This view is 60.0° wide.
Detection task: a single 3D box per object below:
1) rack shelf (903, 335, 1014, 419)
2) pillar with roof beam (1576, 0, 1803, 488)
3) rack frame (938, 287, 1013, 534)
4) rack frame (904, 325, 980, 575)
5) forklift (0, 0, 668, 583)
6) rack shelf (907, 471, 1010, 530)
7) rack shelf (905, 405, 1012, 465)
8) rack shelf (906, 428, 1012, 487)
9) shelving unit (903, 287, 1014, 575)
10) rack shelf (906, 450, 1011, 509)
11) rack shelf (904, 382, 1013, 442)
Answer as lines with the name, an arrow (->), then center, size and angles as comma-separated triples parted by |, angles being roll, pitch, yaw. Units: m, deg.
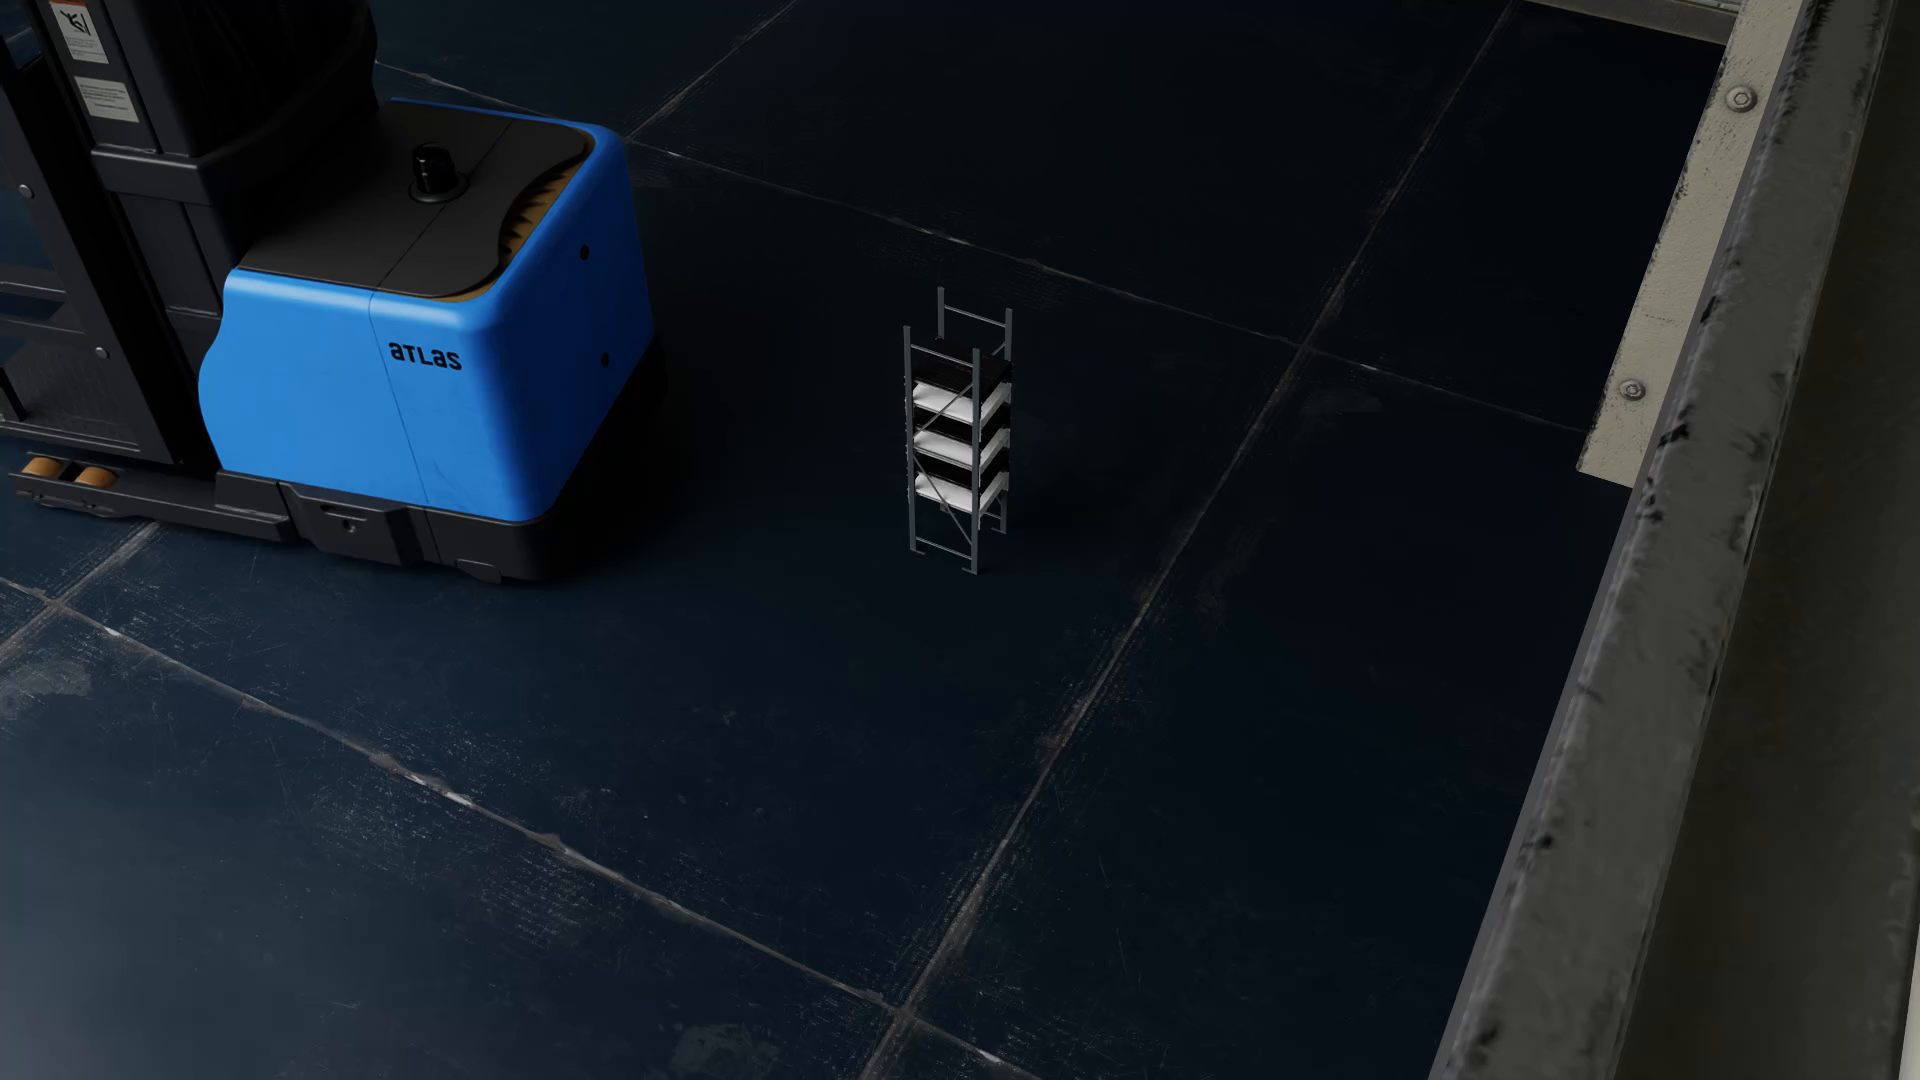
rack shelf -> -0.004, -0.478, 4.852 | 0.258, 0.077, 0.200 | 20, 49, 19
pillar with roof beam -> -1.521, -4.895, 3.856 | 9.100, 9.000, 0.400 | 20, 49, 19
rack frame -> 0.043, -0.375, 5.084 | 0.240, 0.900, 0.006 | 20, 49, 19
rack frame -> -0.051, -0.247, 4.957 | 0.240, 0.900, 0.006 | 20, 49, 19
forklift -> -2.586, -1.459, 4.726 | 3.031, 2.935, 1.130 | 10, 46, 10
rack shelf -> -0.004, -0.161, 5.172 | 0.258, 0.077, 0.200 | 20, 49, 19
rack shelf -> -0.004, -0.351, 4.980 | 0.258, 0.077, 0.200 | 20, 49, 19
rack shelf -> -0.004, -0.288, 5.044 | 0.258, 0.077, 0.200 | 20, 49, 19
shelving unit -> -0.004, -0.311, 5.020 | 0.258, 0.900, 0.210 | 20, 49, 19
rack shelf -> -0.004, -0.225, 5.108 | 0.258, 0.077, 0.200 | 20, 49, 19
rack shelf -> -0.004, -0.414, 4.916 | 0.258, 0.077, 0.200 | 20, 49, 19
